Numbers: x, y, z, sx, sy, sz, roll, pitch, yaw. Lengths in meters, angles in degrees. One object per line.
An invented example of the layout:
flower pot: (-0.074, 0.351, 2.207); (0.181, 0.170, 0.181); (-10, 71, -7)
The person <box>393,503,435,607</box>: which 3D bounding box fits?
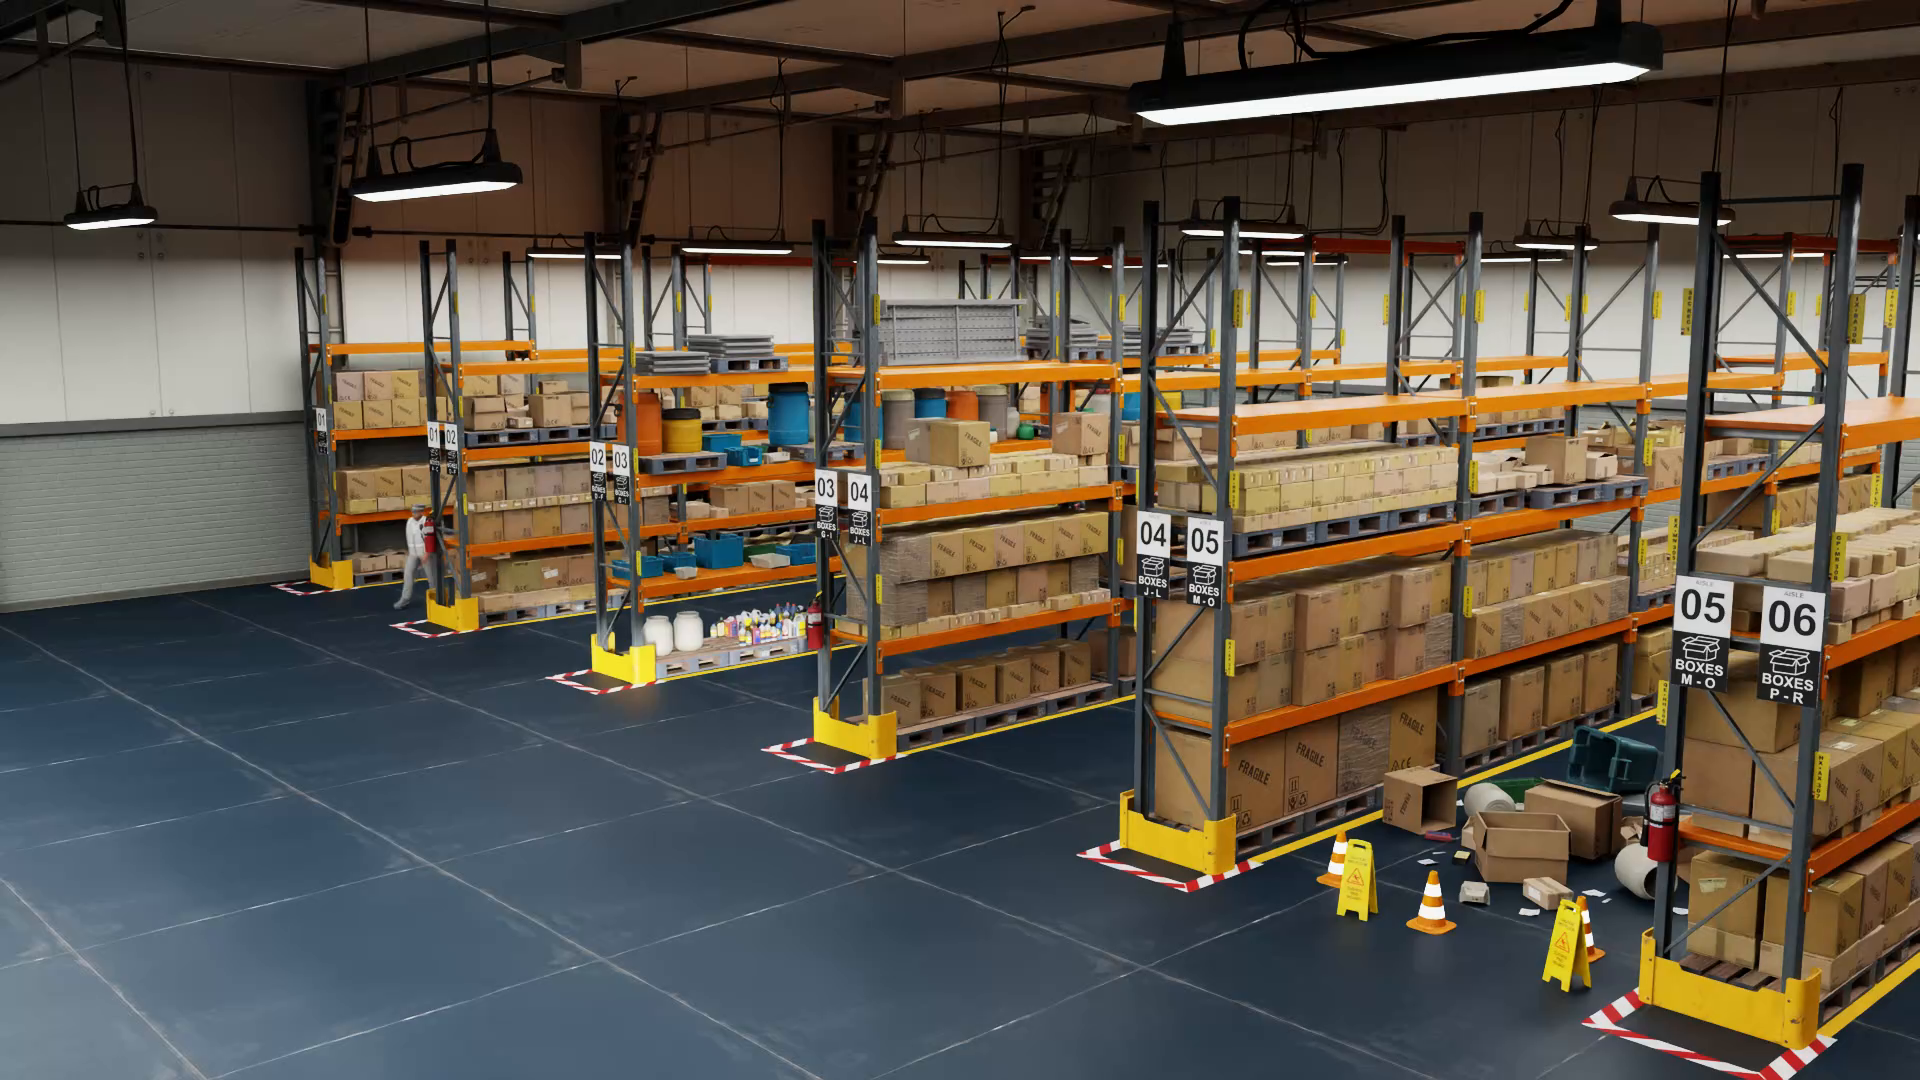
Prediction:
person: (-9.070, 0.221, 27.839); (0.572, 1.708, 0.945); (1, 8, 8)
